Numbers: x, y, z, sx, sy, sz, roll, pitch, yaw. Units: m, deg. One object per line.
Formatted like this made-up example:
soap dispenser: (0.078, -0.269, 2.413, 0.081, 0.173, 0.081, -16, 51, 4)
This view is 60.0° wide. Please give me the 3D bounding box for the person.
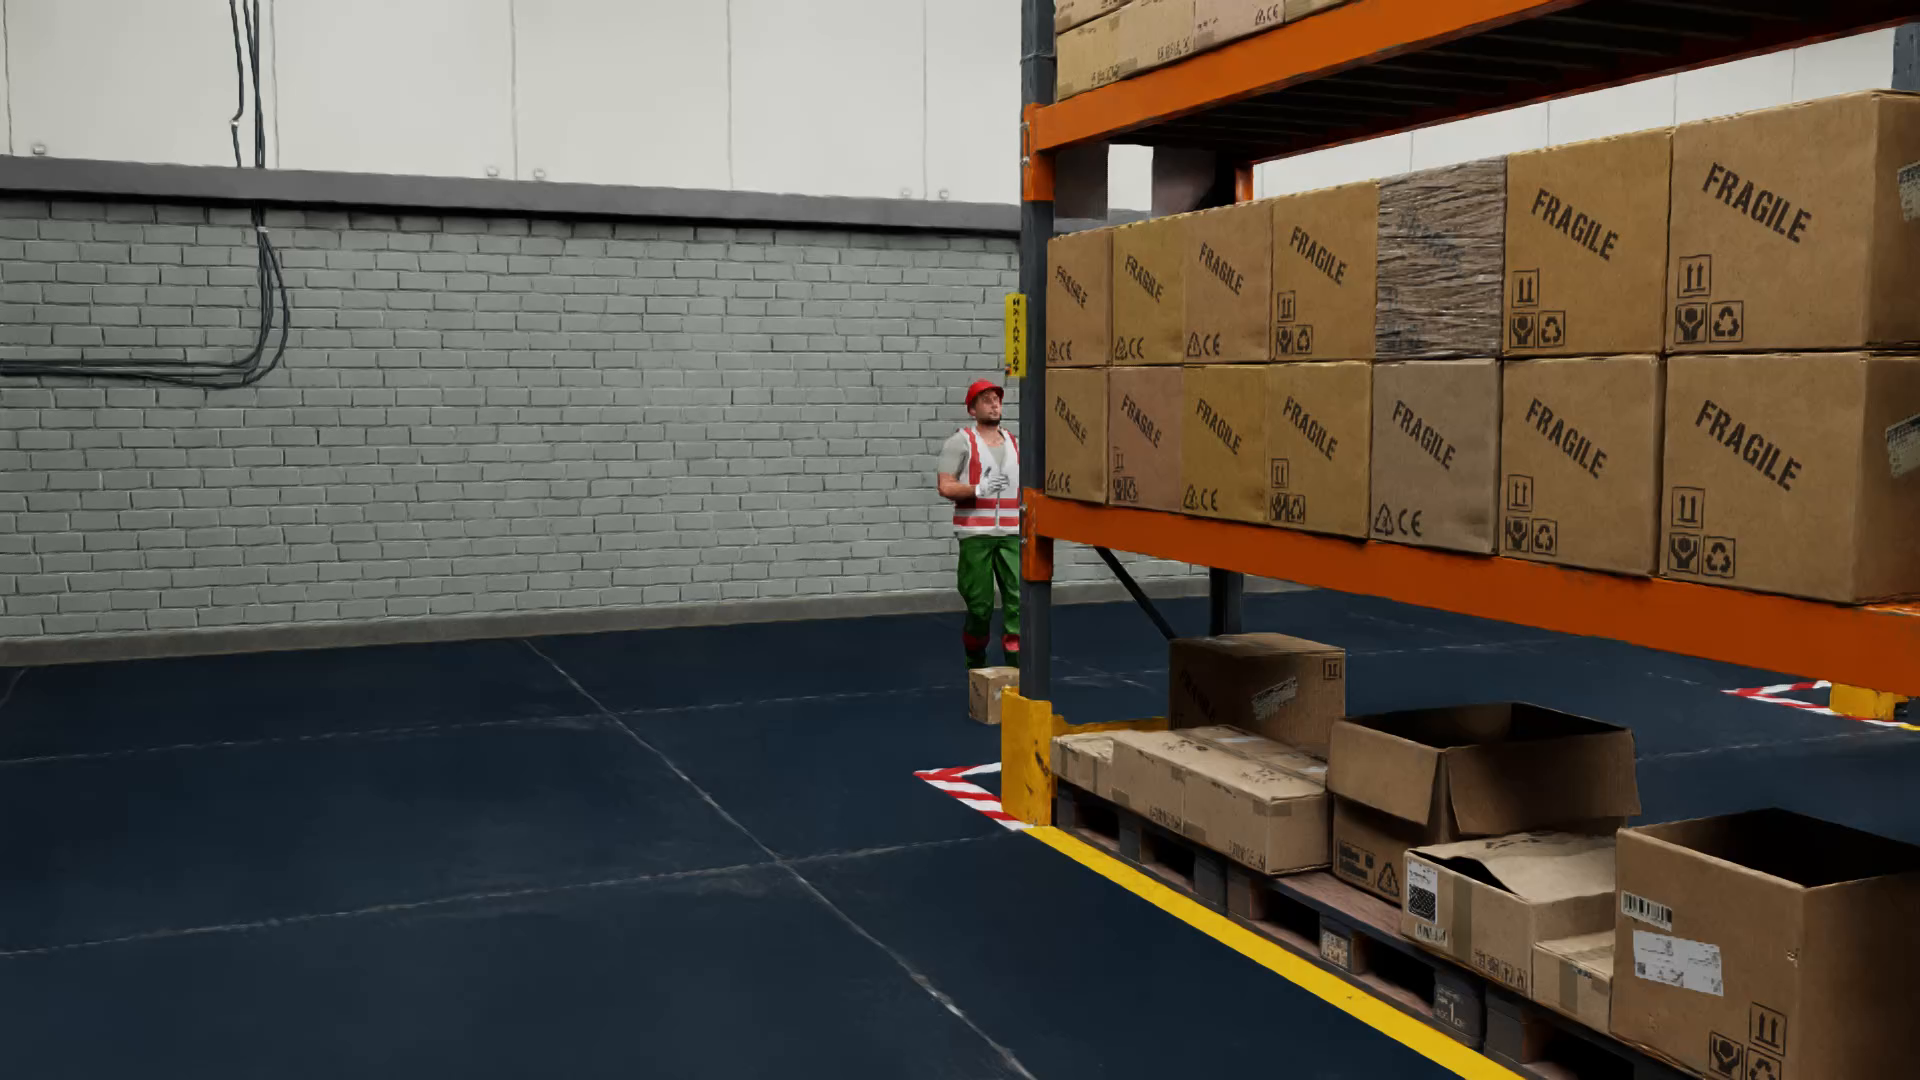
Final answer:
person: (0.196, 0.004, 9.121, 0.615, 1.767, 0.853, -2, 6, -18)
